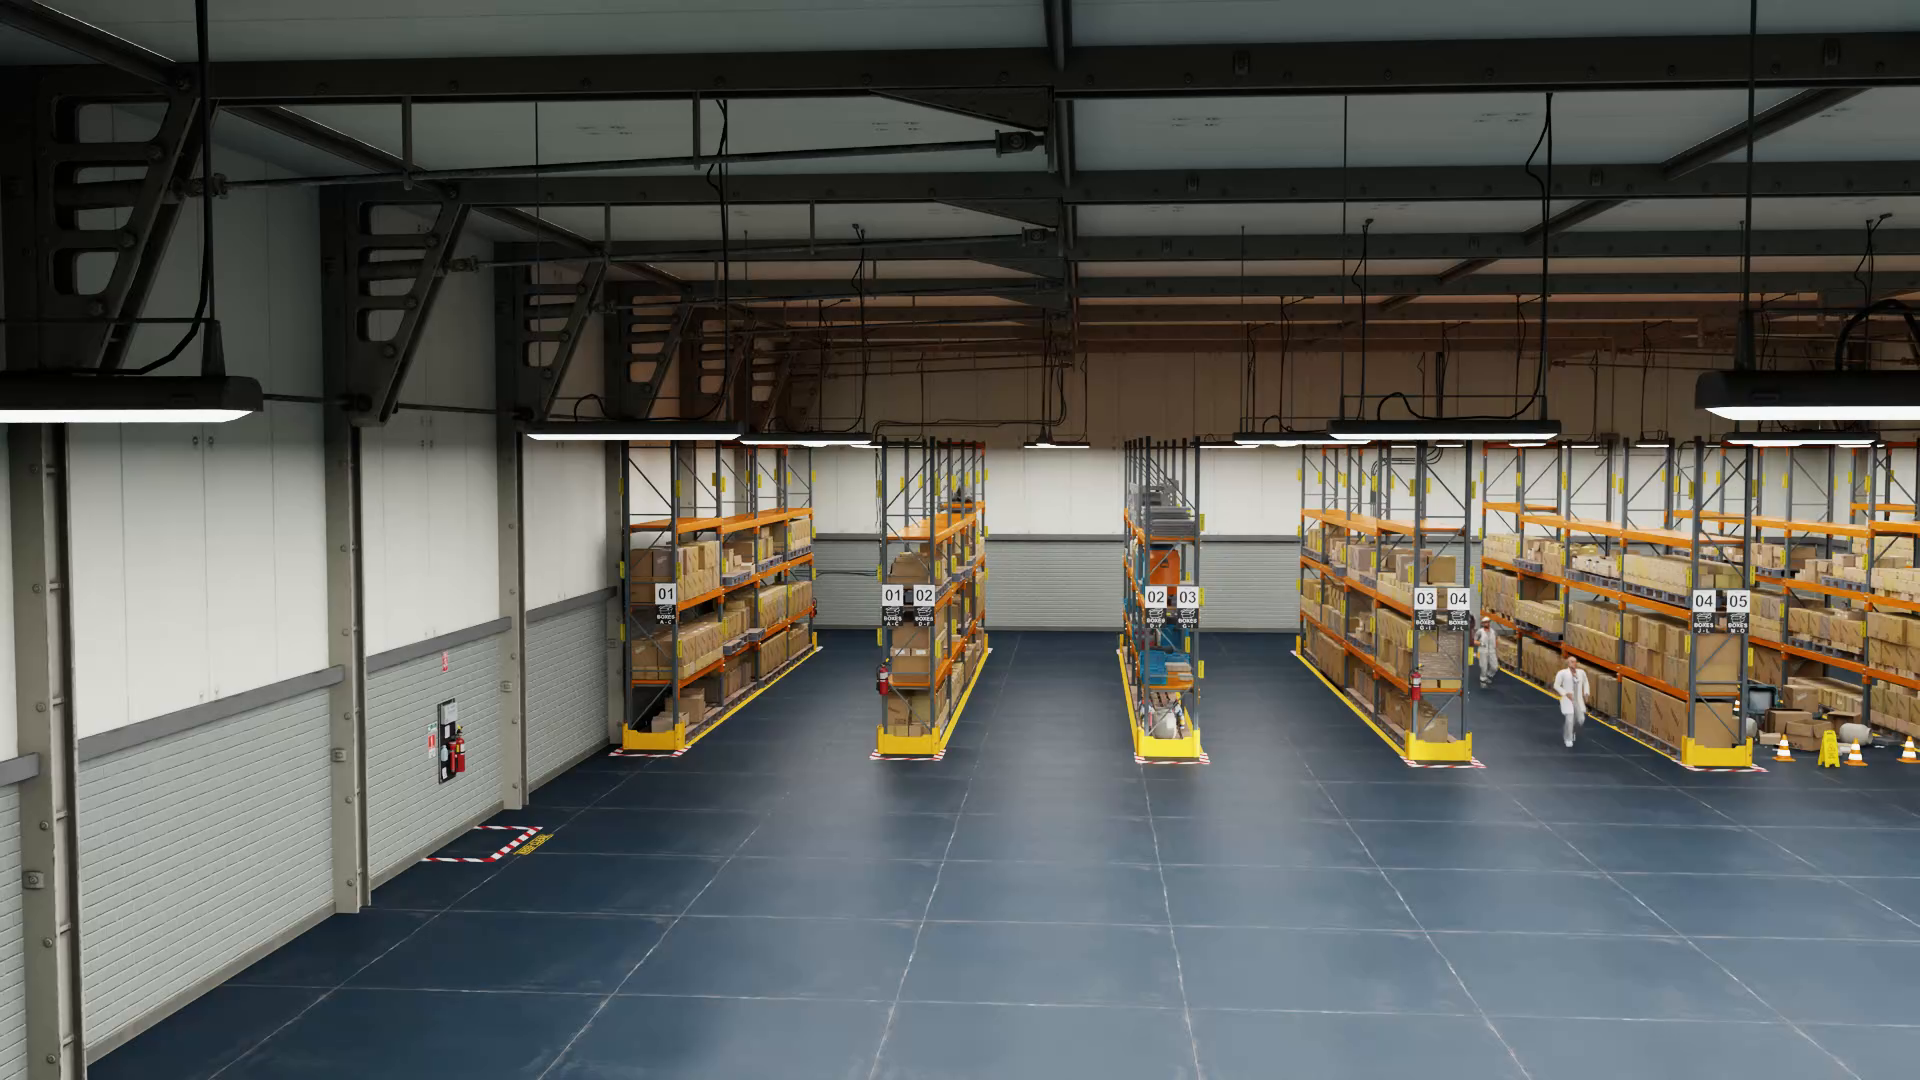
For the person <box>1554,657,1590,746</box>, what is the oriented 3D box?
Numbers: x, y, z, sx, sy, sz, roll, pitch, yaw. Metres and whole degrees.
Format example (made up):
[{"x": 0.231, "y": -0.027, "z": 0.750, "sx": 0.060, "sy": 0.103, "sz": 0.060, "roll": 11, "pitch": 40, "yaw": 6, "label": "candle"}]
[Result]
[{"x": 11.891, "y": 3.130, "z": 32.270, "sx": 0.745, "sy": 1.739, "sz": 0.652, "roll": 0, "pitch": 3, "yaw": -4, "label": "person"}]

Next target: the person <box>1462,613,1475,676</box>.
[{"x": 12.919, "y": 2.548, "z": 42.703, "sx": 0.687, "sy": 1.844, "sz": 0.814, "roll": 0, "pitch": 3, "yaw": 6, "label": "person"}]

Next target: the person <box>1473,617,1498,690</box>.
[{"x": 12.590, "y": 2.713, "z": 39.634, "sx": 0.640, "sy": 1.750, "sz": 0.594, "roll": 0, "pitch": 3, "yaw": -1, "label": "person"}]
